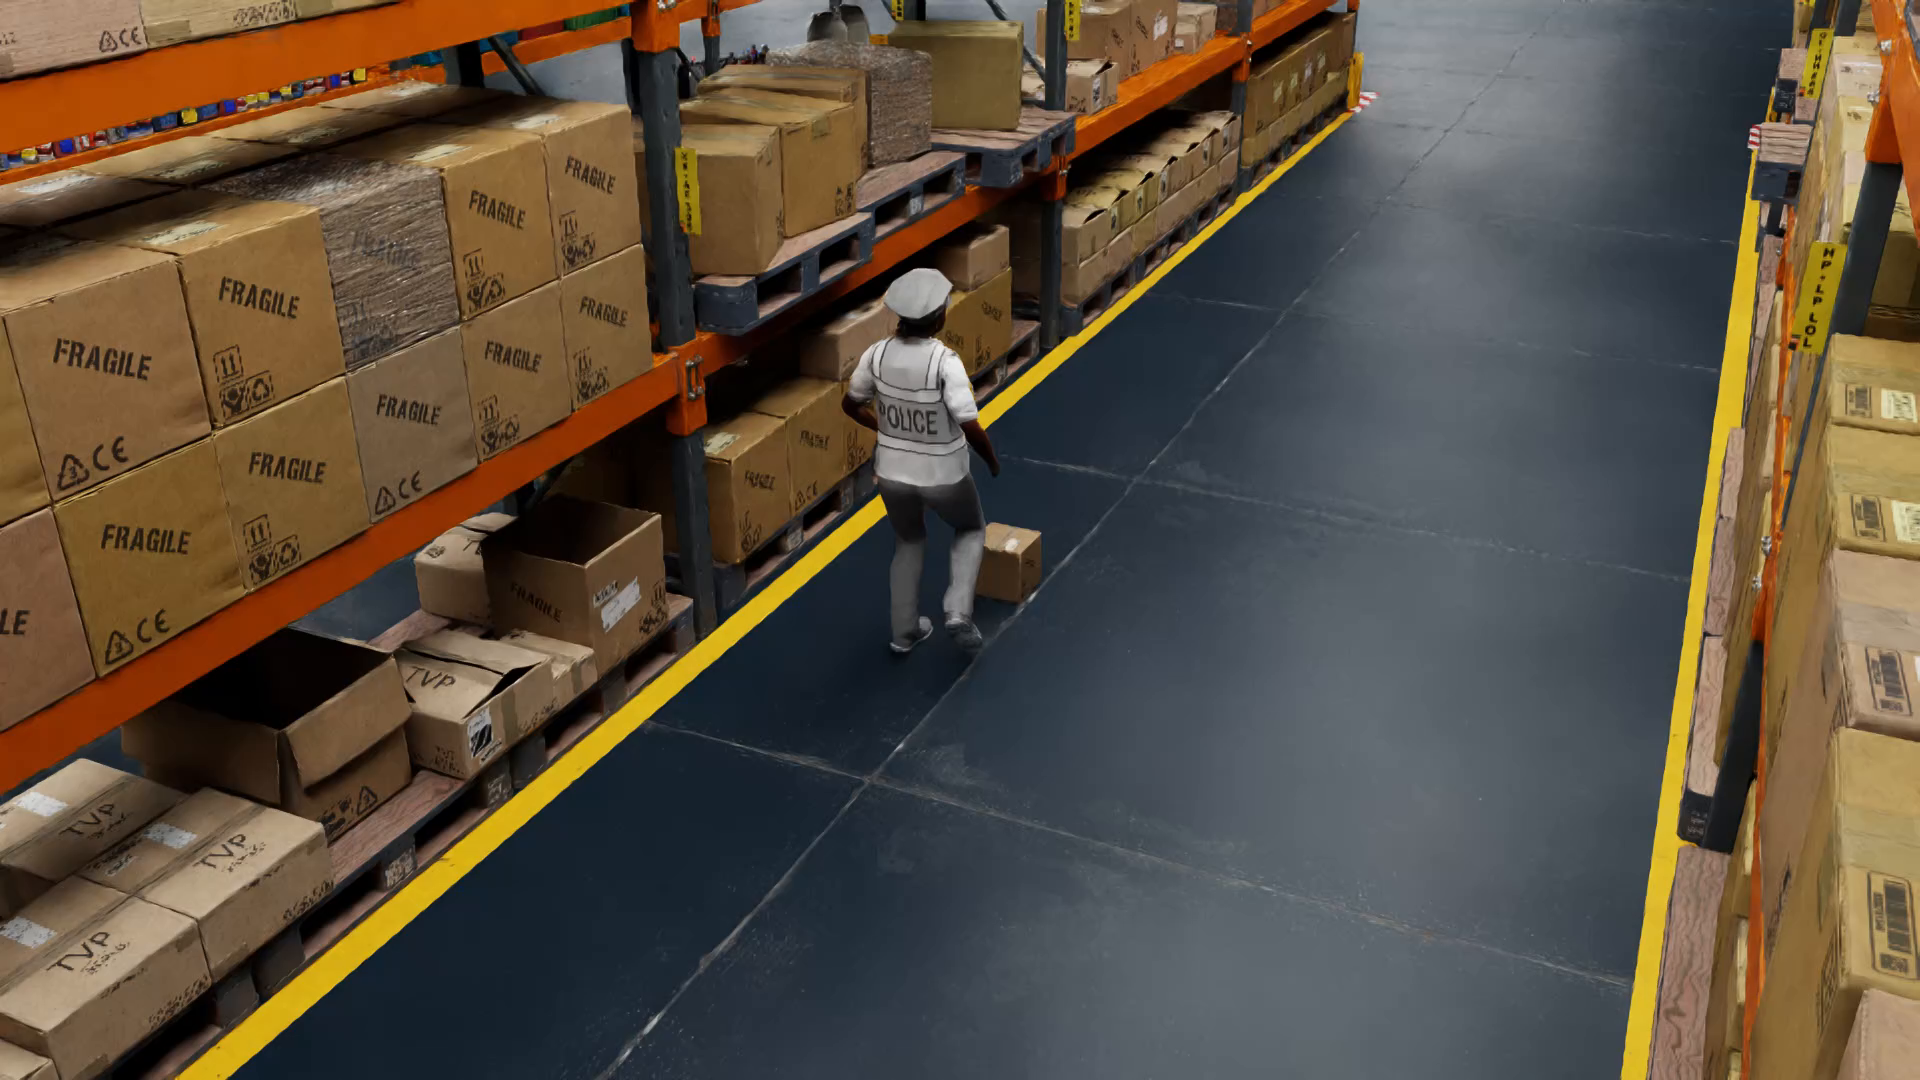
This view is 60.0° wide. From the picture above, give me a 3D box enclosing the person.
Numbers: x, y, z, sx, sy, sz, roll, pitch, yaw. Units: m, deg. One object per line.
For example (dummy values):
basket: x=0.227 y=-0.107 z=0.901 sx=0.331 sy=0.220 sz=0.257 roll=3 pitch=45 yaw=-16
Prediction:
person: x=-0.140 y=-0.300 z=6.727 sx=0.639 sy=1.670 sz=0.467 roll=9 pitch=28 yaw=17
